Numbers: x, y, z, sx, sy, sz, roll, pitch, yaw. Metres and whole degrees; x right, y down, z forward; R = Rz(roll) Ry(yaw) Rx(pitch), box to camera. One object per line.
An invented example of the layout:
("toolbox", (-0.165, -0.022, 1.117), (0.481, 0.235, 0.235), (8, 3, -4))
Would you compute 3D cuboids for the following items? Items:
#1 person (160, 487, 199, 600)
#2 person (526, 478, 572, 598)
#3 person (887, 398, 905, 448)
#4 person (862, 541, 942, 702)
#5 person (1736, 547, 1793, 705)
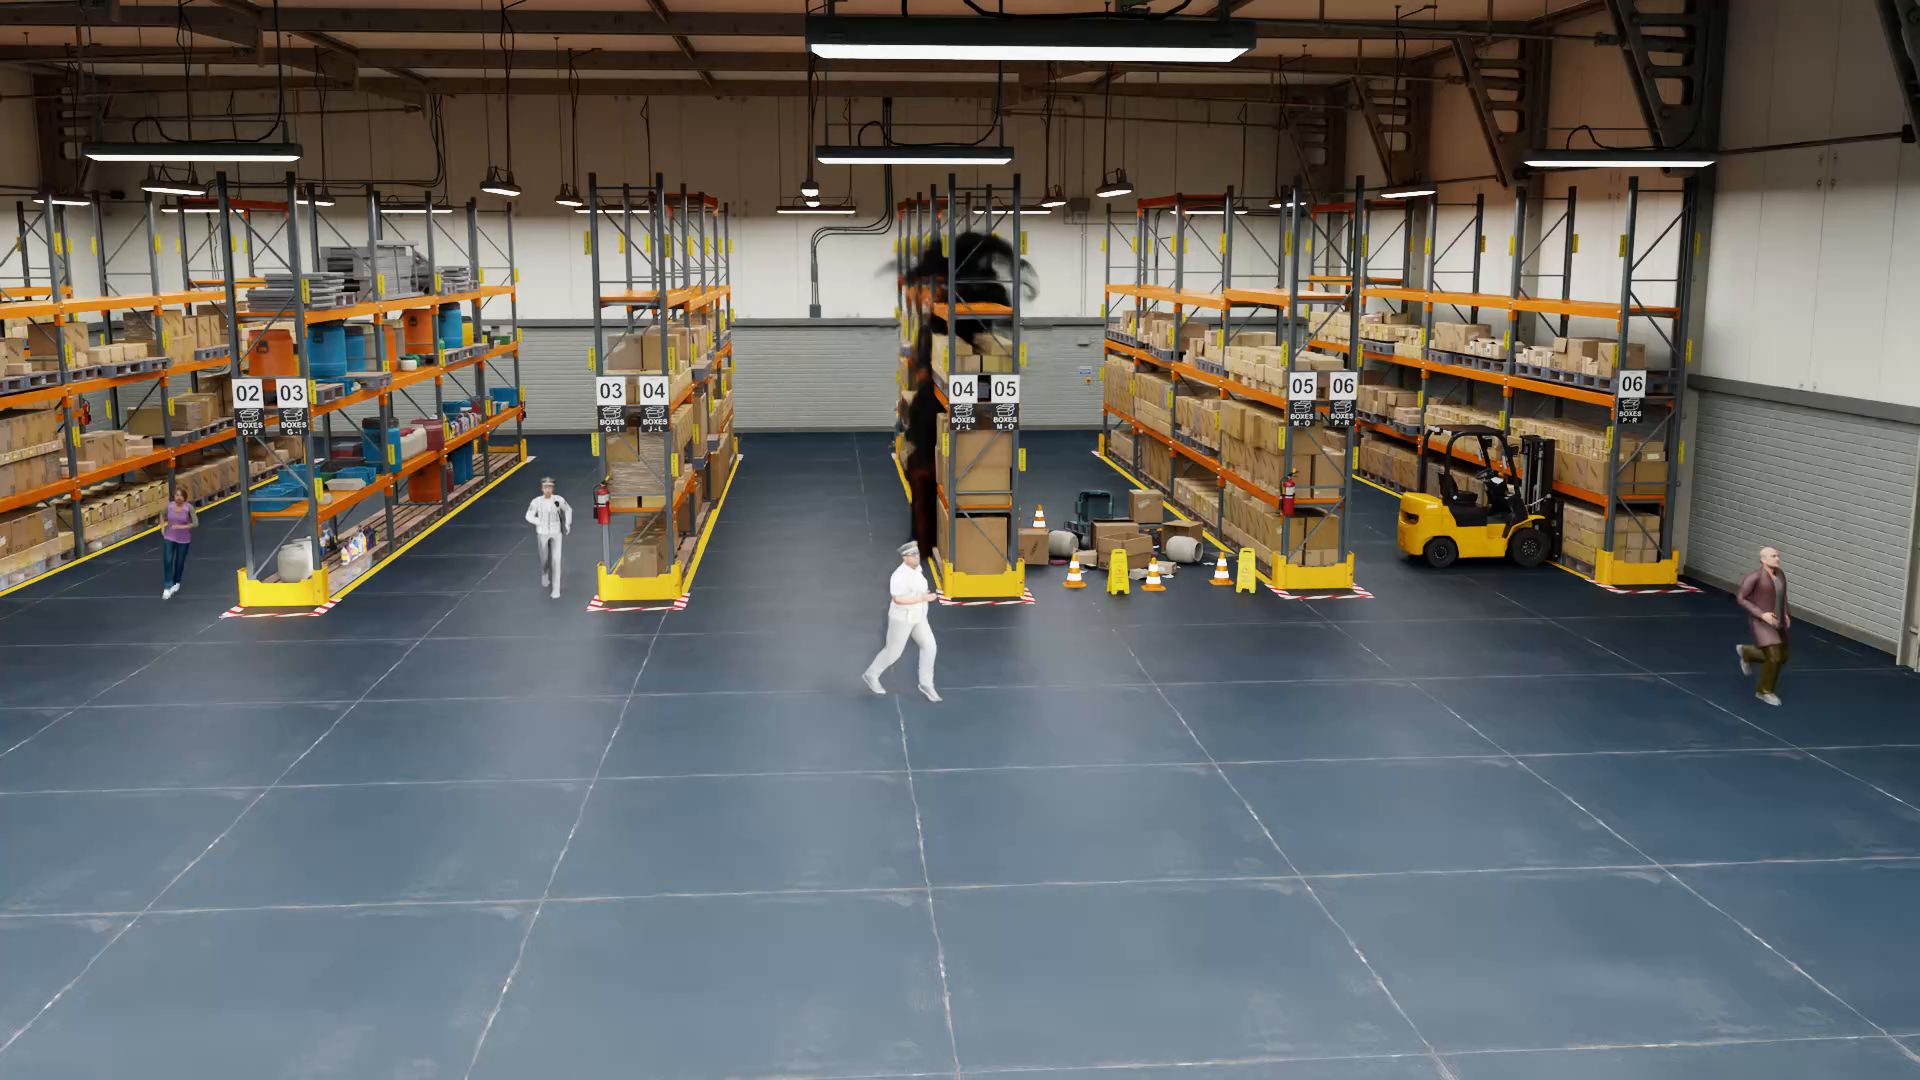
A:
("person", (-11.272, 0.037, 24.035), (0.549, 1.634, 0.642), (-3, 11, -19))
("person", (-5.965, -0.075, 24.190), (0.653, 1.708, 0.898), (-2, 10, -13))
("person", (-1.480, -3.067, 41.103), (0.822, 1.710, 0.798), (2, 10, 9))
("person", (-0.620, 0.896, 18.568), (0.930, 1.839, 0.672), (6, 12, 33))
("person", (8.955, 1.029, 18.584), (0.730, 1.518, 0.717), (-5, 11, -27))
